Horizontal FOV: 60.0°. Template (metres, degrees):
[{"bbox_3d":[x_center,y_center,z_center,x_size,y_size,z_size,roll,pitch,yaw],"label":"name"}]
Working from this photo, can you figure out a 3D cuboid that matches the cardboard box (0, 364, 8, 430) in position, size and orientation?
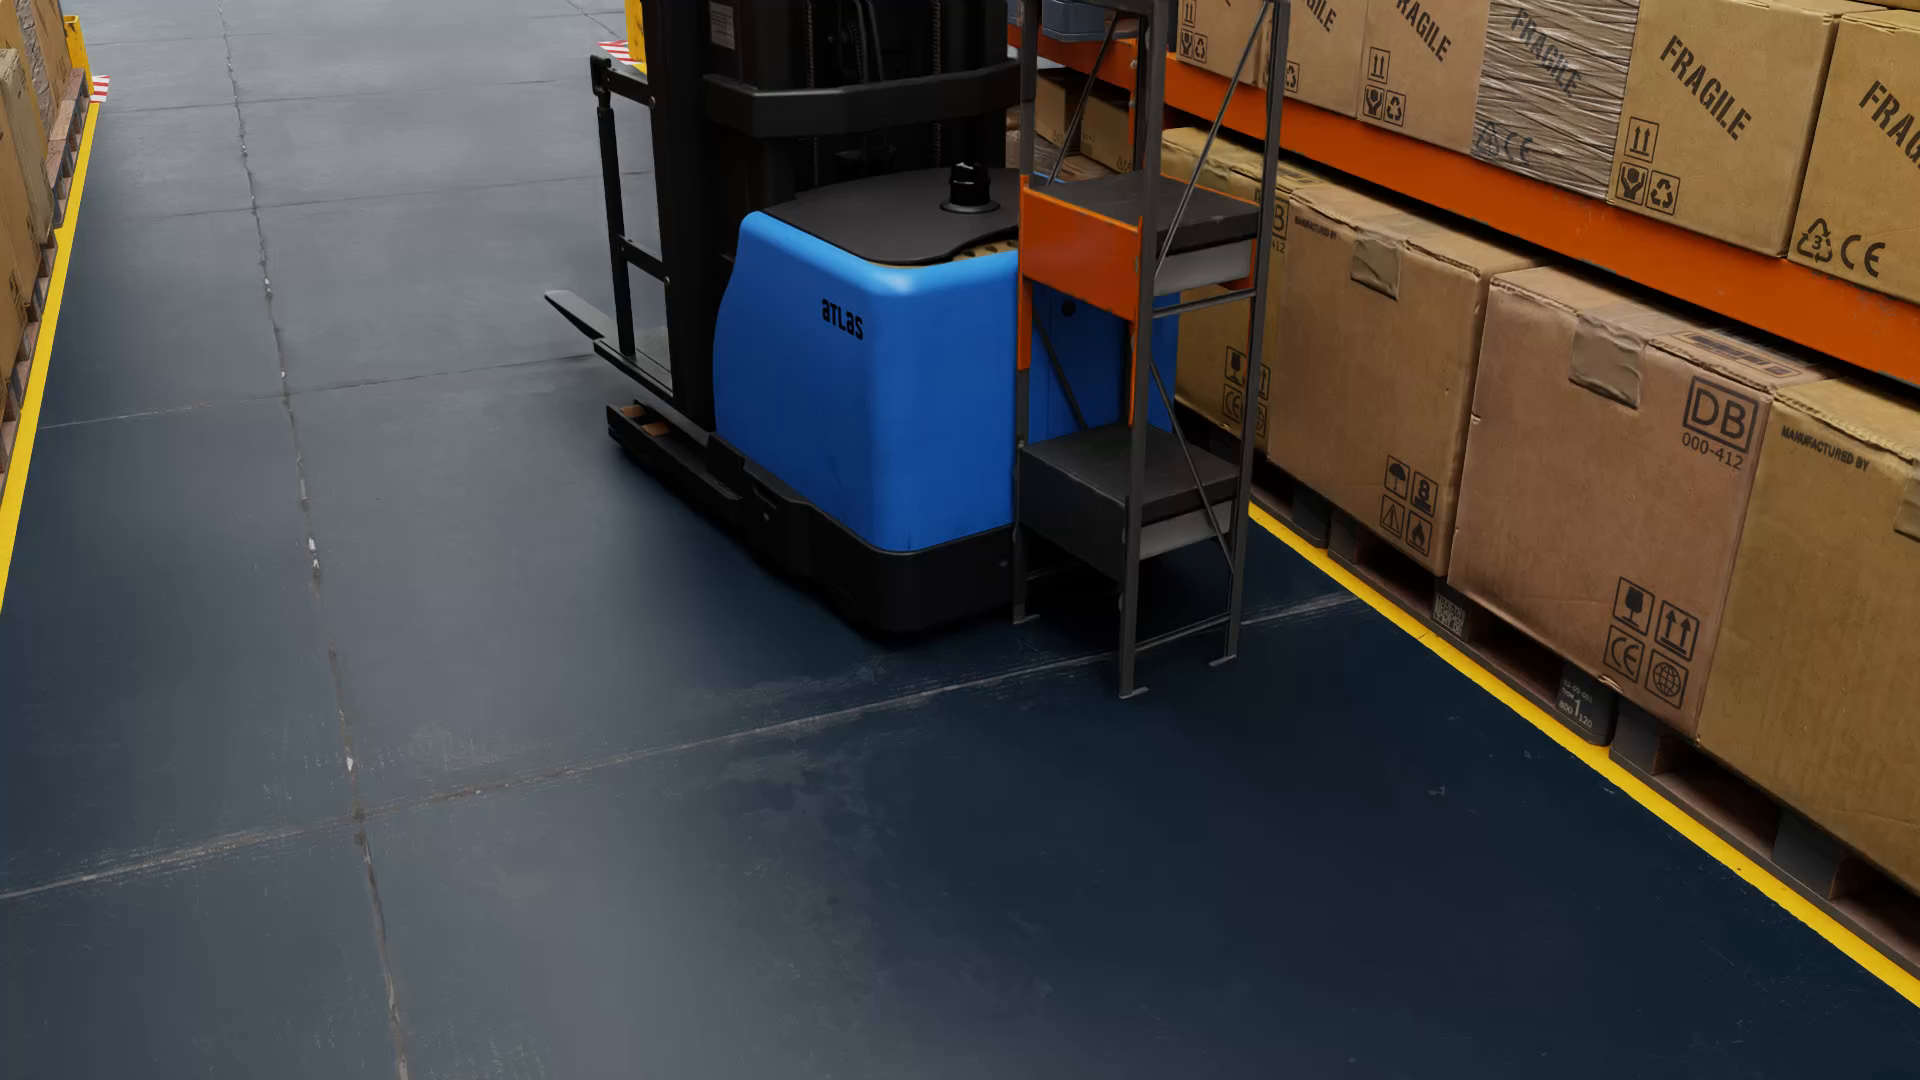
[{"bbox_3d":[-3.653,-0.602,5.150,1.050,0.750,0.750,-11,28,-21],"label":"cardboard box"}]

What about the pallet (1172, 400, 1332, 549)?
[{"bbox_3d":[1.345,-0.390,5.808,1.003,0.211,1.213,-11,28,-21],"label":"pallet"}]

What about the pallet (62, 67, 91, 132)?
[{"bbox_3d":[-6.245,-2.830,10.806,1.003,0.211,1.213,-11,28,-21],"label":"pallet"}]

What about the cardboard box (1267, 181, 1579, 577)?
[{"bbox_3d":[1.699,-0.565,4.931,1.225,0.875,0.875,-10,28,-20],"label":"cardboard box"}]

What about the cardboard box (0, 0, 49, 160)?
[{"bbox_3d":[-5.246,-2.278,8.439,0.875,0.875,0.875,-10,28,-20],"label":"cardboard box"}]

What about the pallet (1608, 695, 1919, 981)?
[{"bbox_3d":[2.301,0.595,3.791,1.003,0.211,1.213,-11,28,-21],"label":"pallet"}]

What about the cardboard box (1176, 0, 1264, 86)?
[{"bbox_3d":[1.046,-1.776,5.355,0.500,0.500,0.500,-10,28,-19],"label":"cardboard box"}]

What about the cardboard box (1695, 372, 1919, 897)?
[{"bbox_3d":[2.403,0.152,3.464,1.225,0.875,0.875,-10,28,-20],"label":"cardboard box"}]

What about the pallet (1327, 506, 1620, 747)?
[{"bbox_3d":[1.819,0.102,4.801,1.003,0.211,1.213,-11,28,-21],"label":"pallet"}]

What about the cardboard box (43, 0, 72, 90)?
[{"bbox_3d":[-6.304,-3.364,10.664,0.875,0.875,0.875,-10,28,-20],"label":"cardboard box"}]

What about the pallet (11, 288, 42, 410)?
[{"bbox_3d":[-4.211,-0.733,6.510,1.003,0.211,1.213,-11,28,-21],"label":"pallet"}]

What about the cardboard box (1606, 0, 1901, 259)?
[{"bbox_3d":[1.840,-0.957,3.677,0.500,0.500,0.500,-11,28,-21],"label":"cardboard box"}]

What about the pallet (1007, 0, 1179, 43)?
[{"bbox_3d":[0.729,-2.158,6.469,1.213,0.211,1.003,-11,28,-21],"label":"pallet"}]

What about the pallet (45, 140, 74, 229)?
[{"bbox_3d":[-5.290,-1.845,8.788,1.003,0.211,1.213,-11,28,-21],"label":"pallet"}]

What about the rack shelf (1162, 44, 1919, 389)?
[{"bbox_3d":[1.889,-0.844,4.379,1.077,0.370,4.000,-11,28,-21],"label":"rack shelf"}]

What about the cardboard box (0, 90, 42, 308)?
[{"bbox_3d":[-4.364,-1.330,6.641,1.050,0.750,0.750,-11,28,-21],"label":"cardboard box"}]

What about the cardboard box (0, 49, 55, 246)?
[{"bbox_3d":[-4.738,-1.720,7.440,1.050,0.750,0.750,-11,28,-21],"label":"cardboard box"}]

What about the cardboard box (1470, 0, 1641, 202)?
[{"bbox_3d":[1.648,-1.160,4.093,0.500,0.500,0.500,-10,28,-20],"label":"cardboard box"}]

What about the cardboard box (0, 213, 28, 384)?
[{"bbox_3d":[-3.999,-0.954,5.871,1.050,0.750,0.750,-10,28,-20],"label":"cardboard box"}]

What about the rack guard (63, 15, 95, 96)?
[{"bbox_3d":[-6.640,-3.279,11.396,1.175,0.500,0.348,-11,28,-21],"label":"rack guard"}]

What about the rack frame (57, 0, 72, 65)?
[{"bbox_3d":[-6.630,-4.393,10.828,1.000,3.000,0.127,-11,28,-21],"label":"rack frame"}]

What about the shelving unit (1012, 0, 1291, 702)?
[{"bbox_3d":[0.454,-0.657,4.202,0.431,2.100,0.503,-16,30,-30],"label":"shelving unit"}]

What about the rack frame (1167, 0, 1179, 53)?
[{"bbox_3d":[1.106,-1.974,5.875,1.000,3.000,0.127,-11,28,-21],"label":"rack frame"}]

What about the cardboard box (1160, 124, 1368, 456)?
[{"bbox_3d":[1.357,-0.926,5.671,1.225,0.875,0.875,-12,28,-23],"label":"cardboard box"}]

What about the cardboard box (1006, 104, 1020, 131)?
[{"bbox_3d":[0.368,-1.765,7.794,0.700,0.500,0.500,-8,27,-16],"label":"cardboard box"}]

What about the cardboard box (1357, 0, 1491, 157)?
[{"bbox_3d":[1.454,-1.362,4.507,0.500,0.500,0.500,-11,28,-22],"label":"cardboard box"}]

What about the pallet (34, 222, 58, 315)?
[{"bbox_3d":[-4.692,-1.226,7.521,1.003,0.211,1.213,-11,28,-21],"label":"pallet"}]

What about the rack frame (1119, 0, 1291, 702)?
[{"bbox_3d":[0.589,-0.568,4.020,0.400,2.100,0.015,-16,30,-30],"label":"rack frame"}]

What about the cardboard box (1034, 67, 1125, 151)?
[{"bbox_3d":[0.599,-1.863,7.141,0.500,0.250,0.500,-7,27,-15],"label":"cardboard box"}]

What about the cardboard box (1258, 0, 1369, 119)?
[{"bbox_3d":[1.250,-1.569,4.930,0.500,0.500,0.500,-11,28,-22],"label":"cardboard box"}]

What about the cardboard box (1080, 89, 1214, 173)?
[{"bbox_3d":[0.816,-1.651,6.706,0.500,0.250,0.500,-9,28,-19],"label":"cardboard box"}]

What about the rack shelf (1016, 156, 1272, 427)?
[{"bbox_3d":[0.454,-0.645,4.208,0.431,0.518,0.480,-16,30,-30],"label":"rack shelf"}]

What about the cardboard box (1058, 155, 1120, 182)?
[{"bbox_3d":[0.825,-1.316,6.874,0.700,0.500,0.500,-12,29,-23],"label":"cardboard box"}]

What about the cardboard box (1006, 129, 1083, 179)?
[{"bbox_3d":[0.596,-1.538,7.328,0.700,0.500,0.500,-13,29,-25],"label":"cardboard box"}]

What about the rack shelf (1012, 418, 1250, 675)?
[{"bbox_3d":[0.454,-0.016,4.516,0.431,0.518,0.480,-16,30,-30],"label":"rack shelf"}]

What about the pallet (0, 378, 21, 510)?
[{"bbox_3d":[-3.737,-0.241,5.503,1.003,0.211,1.213,-11,28,-21],"label":"pallet"}]

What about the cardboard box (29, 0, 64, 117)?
[{"bbox_3d":[-5.957,-3.009,9.938,0.875,0.875,0.875,-11,28,-21],"label":"cardboard box"}]

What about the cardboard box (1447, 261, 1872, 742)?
[{"bbox_3d":[2.053,-0.209,4.202,1.225,0.875,0.875,-12,28,-22],"label":"cardboard box"}]

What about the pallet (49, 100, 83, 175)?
[{"bbox_3d":[-5.771,-2.338,9.799,1.003,0.211,1.213,-11,28,-21],"label":"pallet"}]

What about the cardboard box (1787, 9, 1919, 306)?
[{"bbox_3d":[2.051,-0.747,3.248,0.500,0.500,0.500,-10,28,-19],"label":"cardboard box"}]

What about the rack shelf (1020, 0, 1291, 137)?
[{"bbox_3d":[0.454,-1.274,3.901,0.431,0.518,0.480,-16,30,-30],"label":"rack shelf"}]

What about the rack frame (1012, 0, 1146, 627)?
[{"bbox_3d":[0.319,-0.746,4.385,0.400,2.100,0.015,-16,30,-30],"label":"rack frame"}]

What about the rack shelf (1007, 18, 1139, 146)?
[{"bbox_3d":[0.323,-2.458,7.686,1.077,0.370,4.000,-11,28,-21],"label":"rack shelf"}]

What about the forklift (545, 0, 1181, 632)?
[{"bbox_3d":[-0.590,-1.661,5.311,1.130,2.935,3.031,-16,30,-30],"label":"forklift"}]

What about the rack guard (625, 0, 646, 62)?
[{"bbox_3d":[-1.997,-4.050,12.975,1.175,0.500,0.348,-11,28,-21],"label":"rack guard"}]

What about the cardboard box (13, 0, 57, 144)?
[{"bbox_3d":[-5.602,-2.641,9.183,0.875,0.875,0.875,-10,28,-20],"label":"cardboard box"}]
